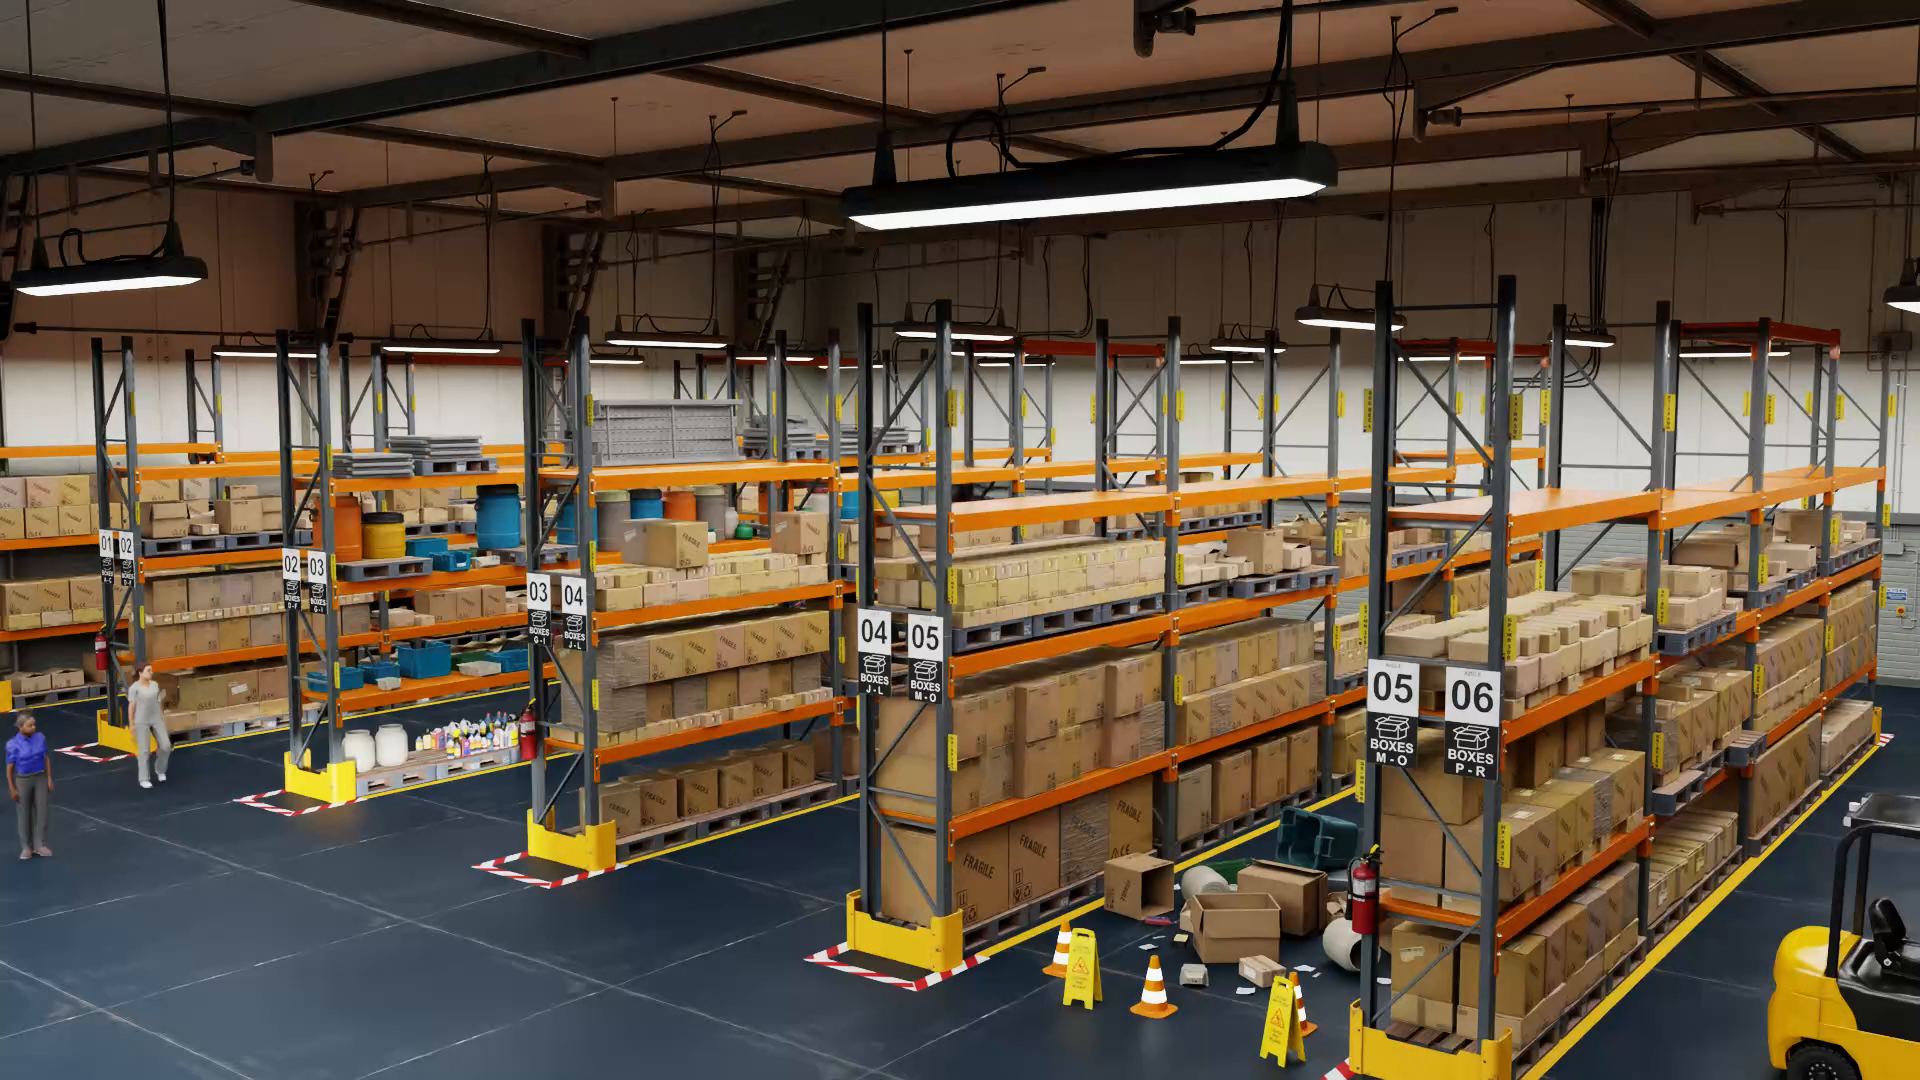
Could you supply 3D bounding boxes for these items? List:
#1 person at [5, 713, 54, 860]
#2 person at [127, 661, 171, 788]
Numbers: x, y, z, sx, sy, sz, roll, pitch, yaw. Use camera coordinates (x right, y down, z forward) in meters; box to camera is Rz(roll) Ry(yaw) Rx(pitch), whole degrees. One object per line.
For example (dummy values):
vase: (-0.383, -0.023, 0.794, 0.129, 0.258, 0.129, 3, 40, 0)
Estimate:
person: (-10.386, 2.737, 18.556, 0.354, 1.644, 0.475, 4, 6, 35)
person: (-10.772, 2.426, 22.033, 0.476, 1.669, 0.539, 4, 7, 41)
